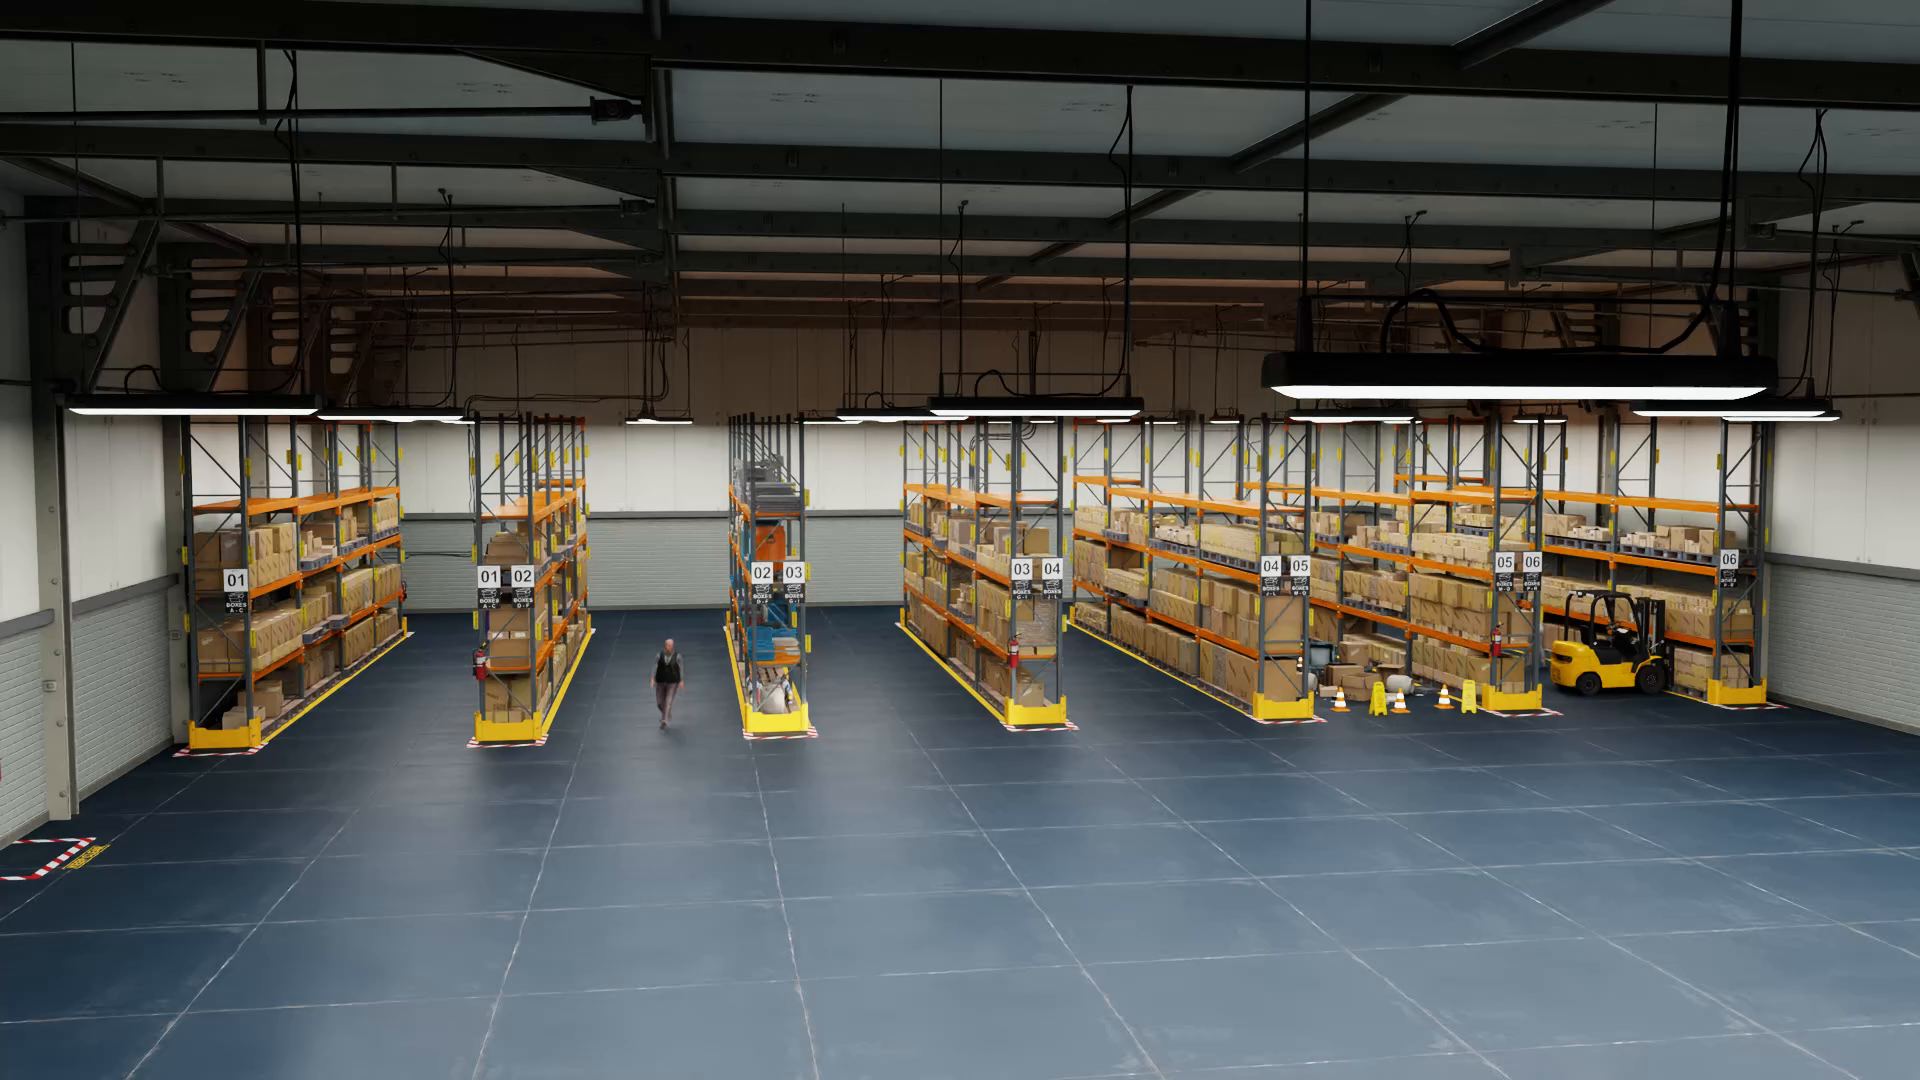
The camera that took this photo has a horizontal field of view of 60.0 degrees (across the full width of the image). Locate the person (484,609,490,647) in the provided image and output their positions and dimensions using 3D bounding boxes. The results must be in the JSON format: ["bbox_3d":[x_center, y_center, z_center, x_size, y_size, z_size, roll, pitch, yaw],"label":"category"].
[{"bbox_3d":[-12.199,1.962,43.367,0.524,1.573,1.020,-1,4,-8],"label":"person"}]

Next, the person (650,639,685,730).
[{"bbox_3d":[-5.570,2.731,31.681,0.612,1.687,0.936,0,4,-1],"label":"person"}]

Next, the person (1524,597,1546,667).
[{"bbox_3d":[13.702,2.215,39.604,0.451,1.712,0.687,-2,4,-22],"label":"person"}]

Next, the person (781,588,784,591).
[{"bbox_3d":[-5.178,1.512,49.277,0.590,1.659,1.062,-1,4,-18],"label":"person"}]
